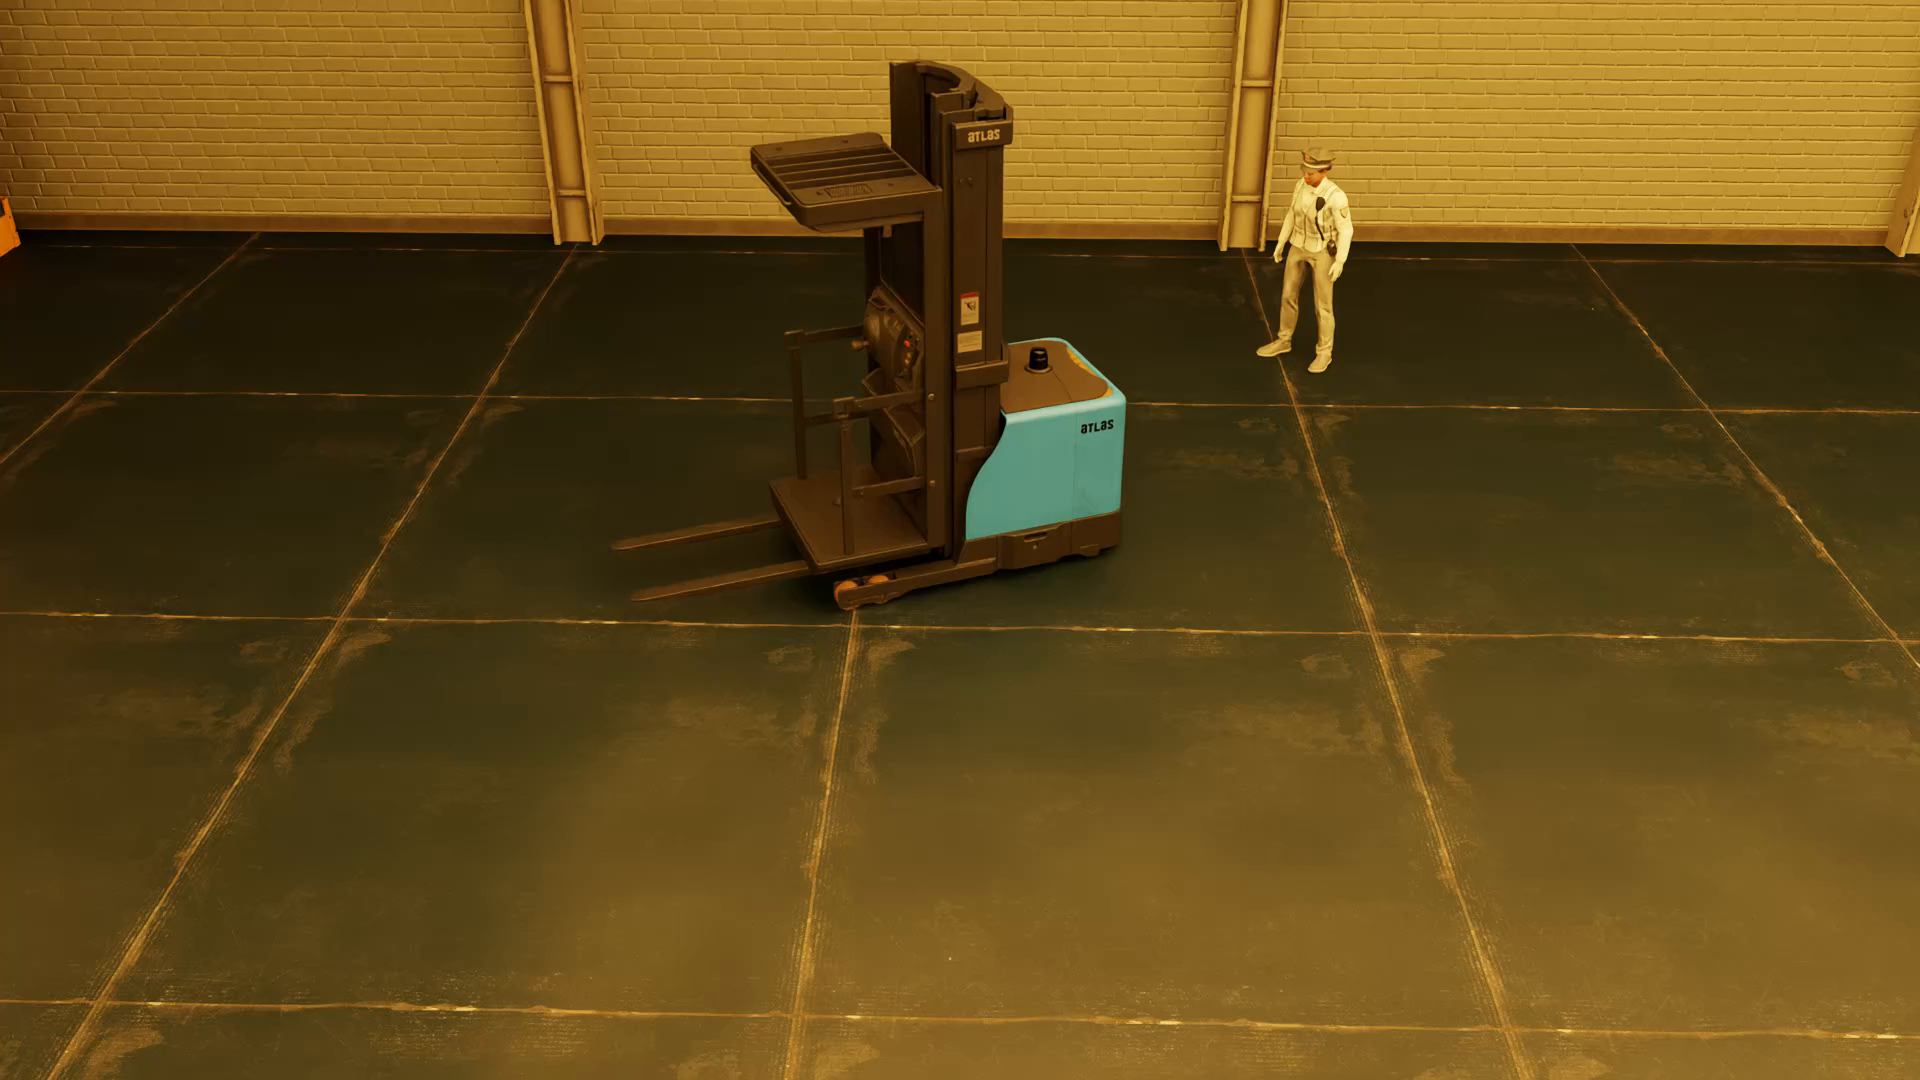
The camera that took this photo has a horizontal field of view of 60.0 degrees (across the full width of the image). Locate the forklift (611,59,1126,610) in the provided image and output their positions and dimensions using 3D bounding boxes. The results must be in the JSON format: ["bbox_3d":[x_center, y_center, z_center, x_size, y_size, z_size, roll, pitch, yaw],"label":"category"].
[{"bbox_3d":[-0.569,-1.153,9.570,3.031,2.935,1.130,-11,32,-18],"label":"forklift"}]

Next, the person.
[{"bbox_3d":[2.623,-2.131,12.480,0.413,1.673,0.606,-24,38,-35],"label":"person"}]
